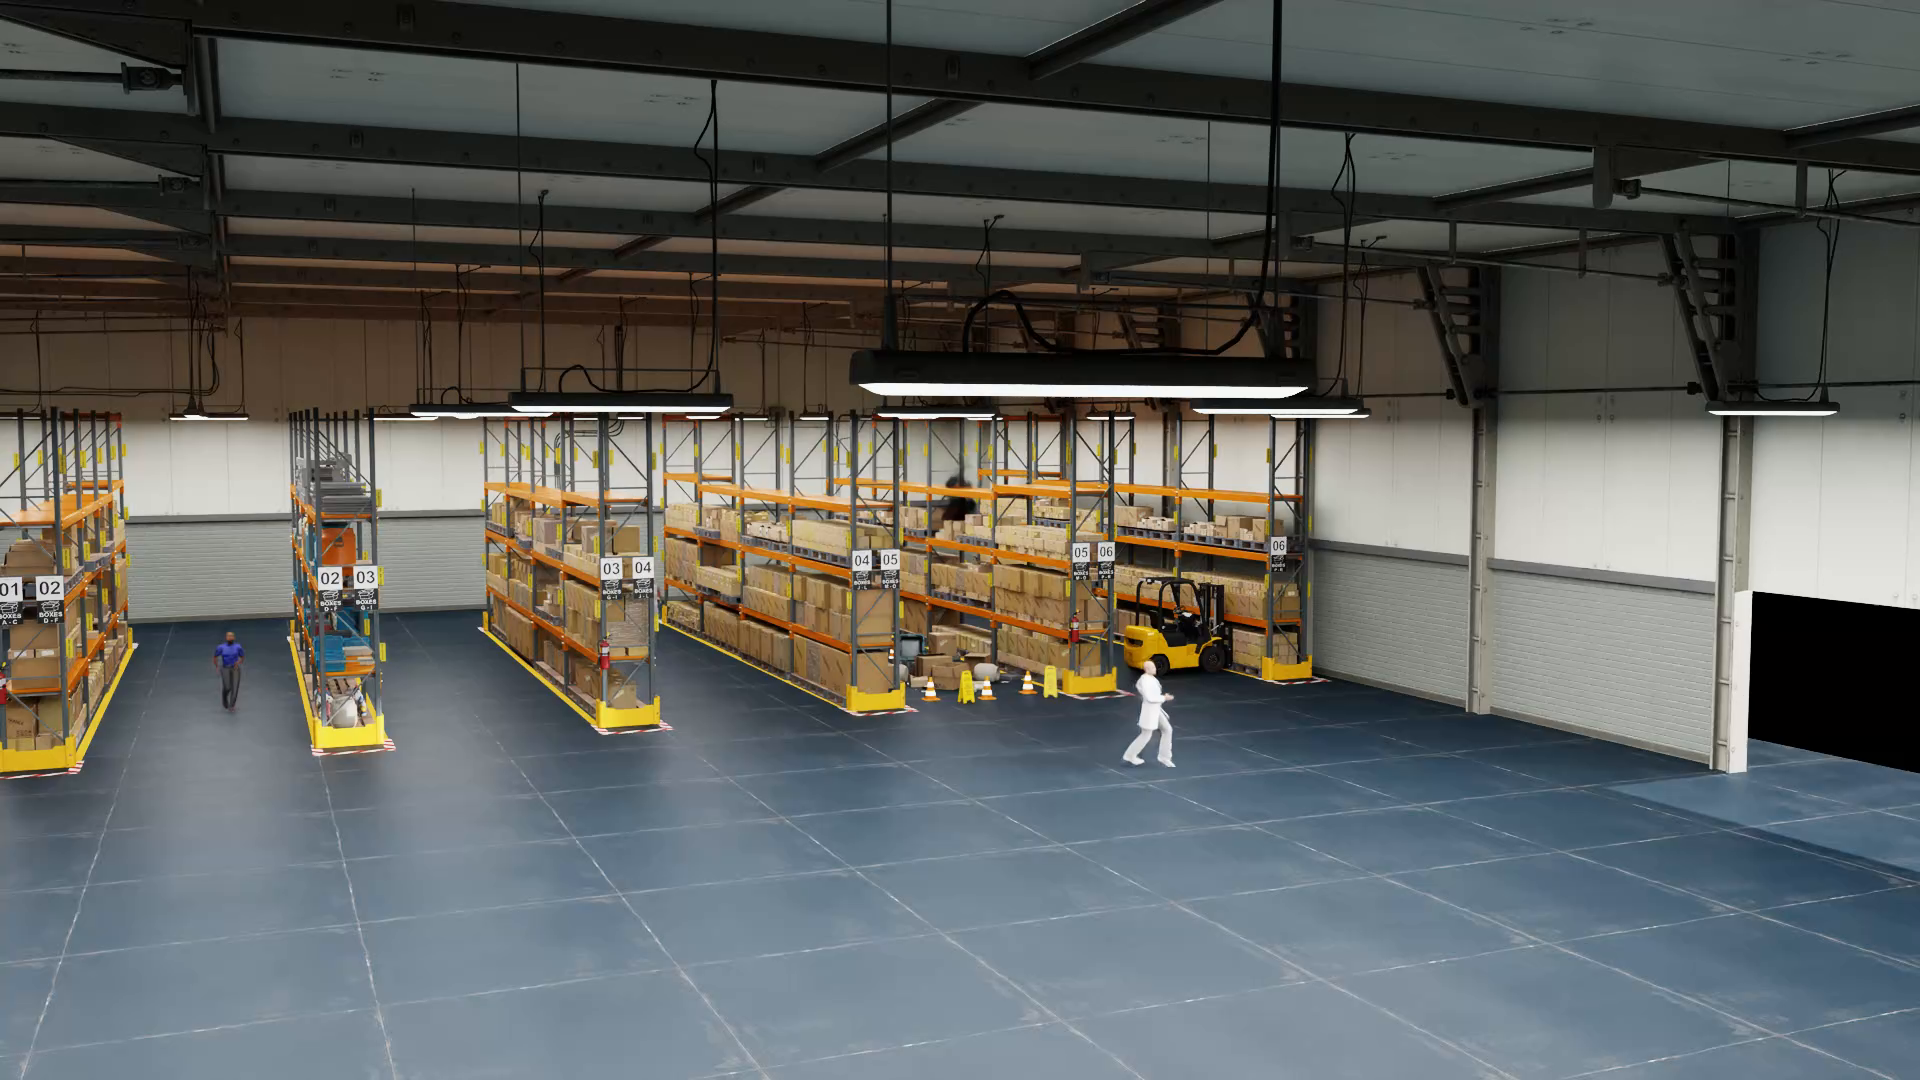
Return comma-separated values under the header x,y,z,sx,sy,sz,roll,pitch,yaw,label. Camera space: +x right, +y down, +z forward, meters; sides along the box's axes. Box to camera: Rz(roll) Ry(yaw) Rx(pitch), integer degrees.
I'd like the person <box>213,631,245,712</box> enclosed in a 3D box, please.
x,y,z,sx,sy,sz,roll,pitch,yaw,label
-14.423,2.611,32.883,0.573,1.609,0.556,-3,5,-32,person

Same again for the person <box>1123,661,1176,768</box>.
x,y,z,sx,sy,sz,roll,pitch,yaw,label
3.168,2.934,27.729,0.875,1.784,0.726,1,4,19,person

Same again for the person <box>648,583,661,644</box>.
x,y,z,sx,sy,sz,roll,pitch,yaw,label
-8.101,1.776,43.518,0.633,1.842,0.743,-2,4,-22,person

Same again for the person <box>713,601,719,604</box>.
x,y,z,sx,sy,sz,roll,pitch,yaw,label
-7.194,1.429,49.840,0.612,1.649,0.609,-2,4,-22,person

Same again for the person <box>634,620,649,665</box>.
x,y,z,sx,sy,sz,roll,pitch,yaw,label
-7.581,2.095,39.192,0.687,1.751,0.605,-2,4,-26,person
